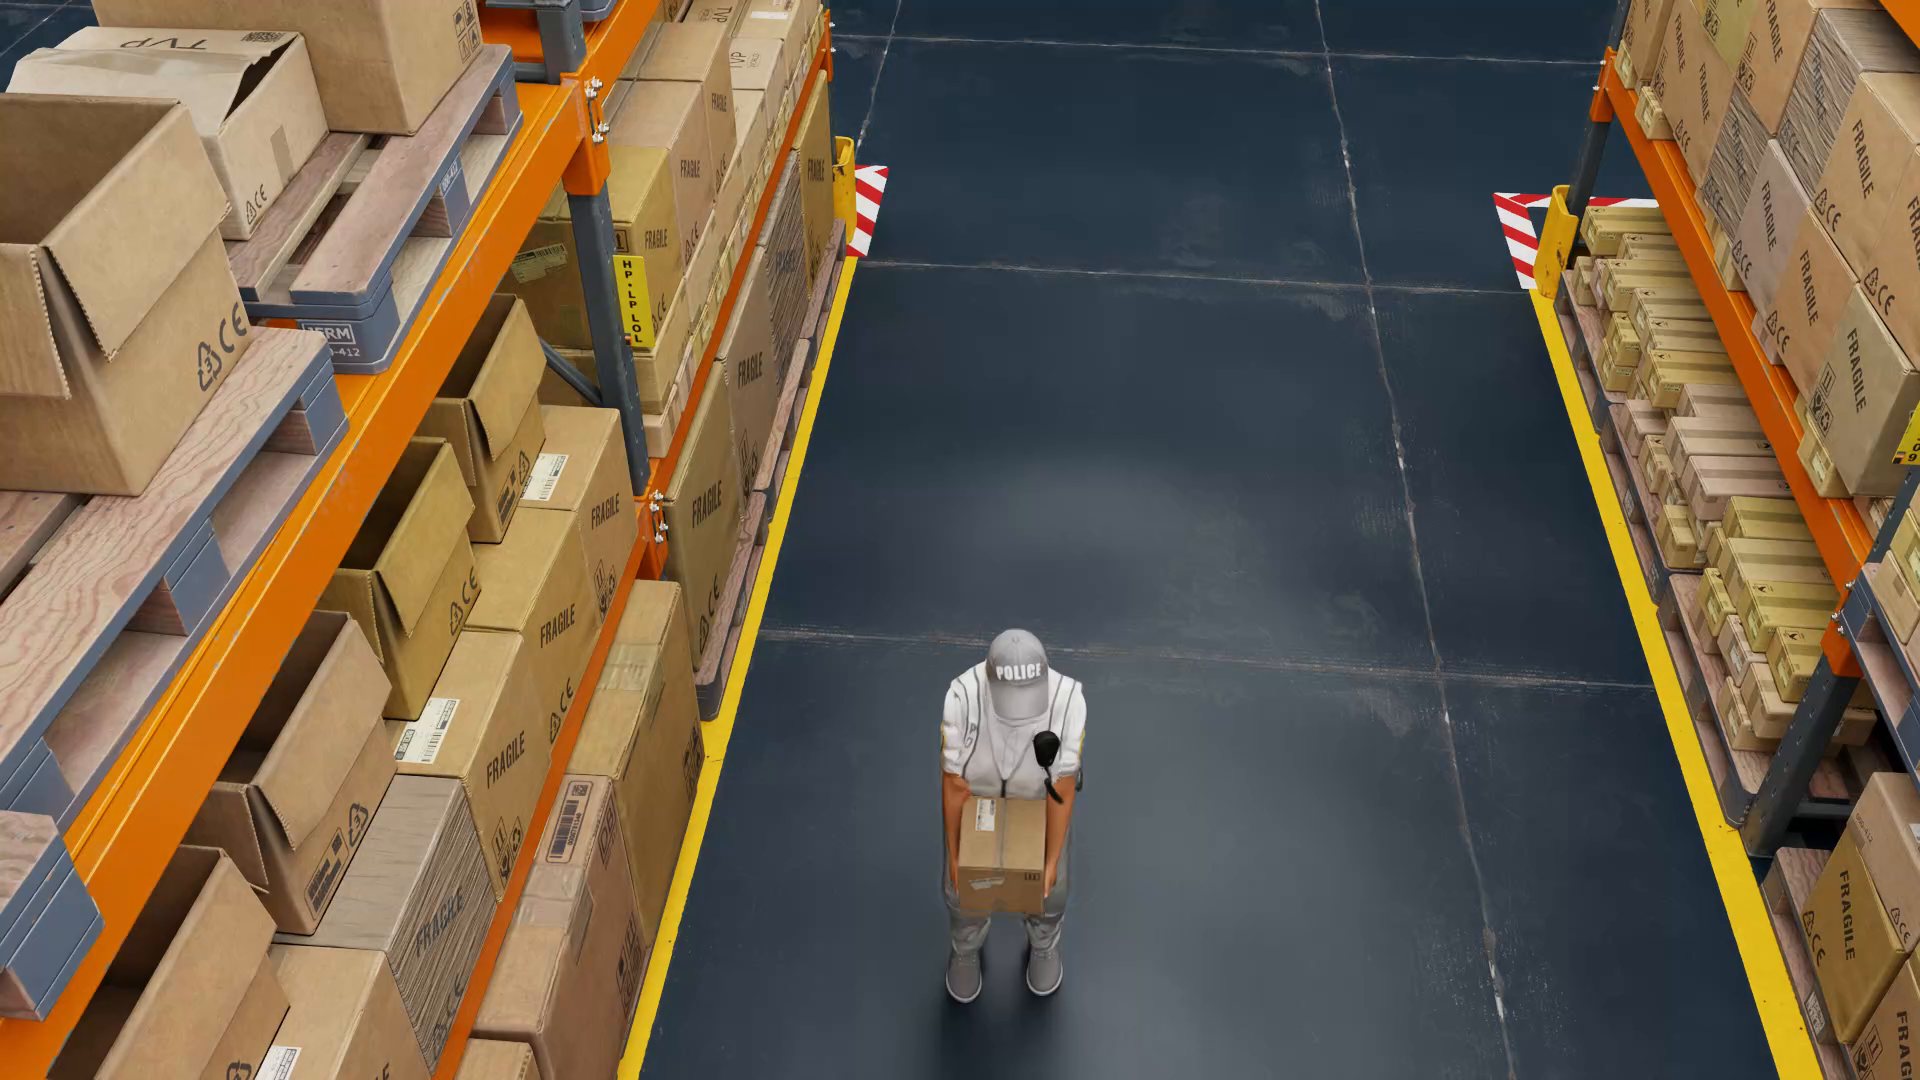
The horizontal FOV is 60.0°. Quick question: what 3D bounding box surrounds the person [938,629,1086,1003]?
[{"bbox_3d":[0.153,0.850,5.181,0.452,1.638,0.581,3,40,3],"label":"person"}]
